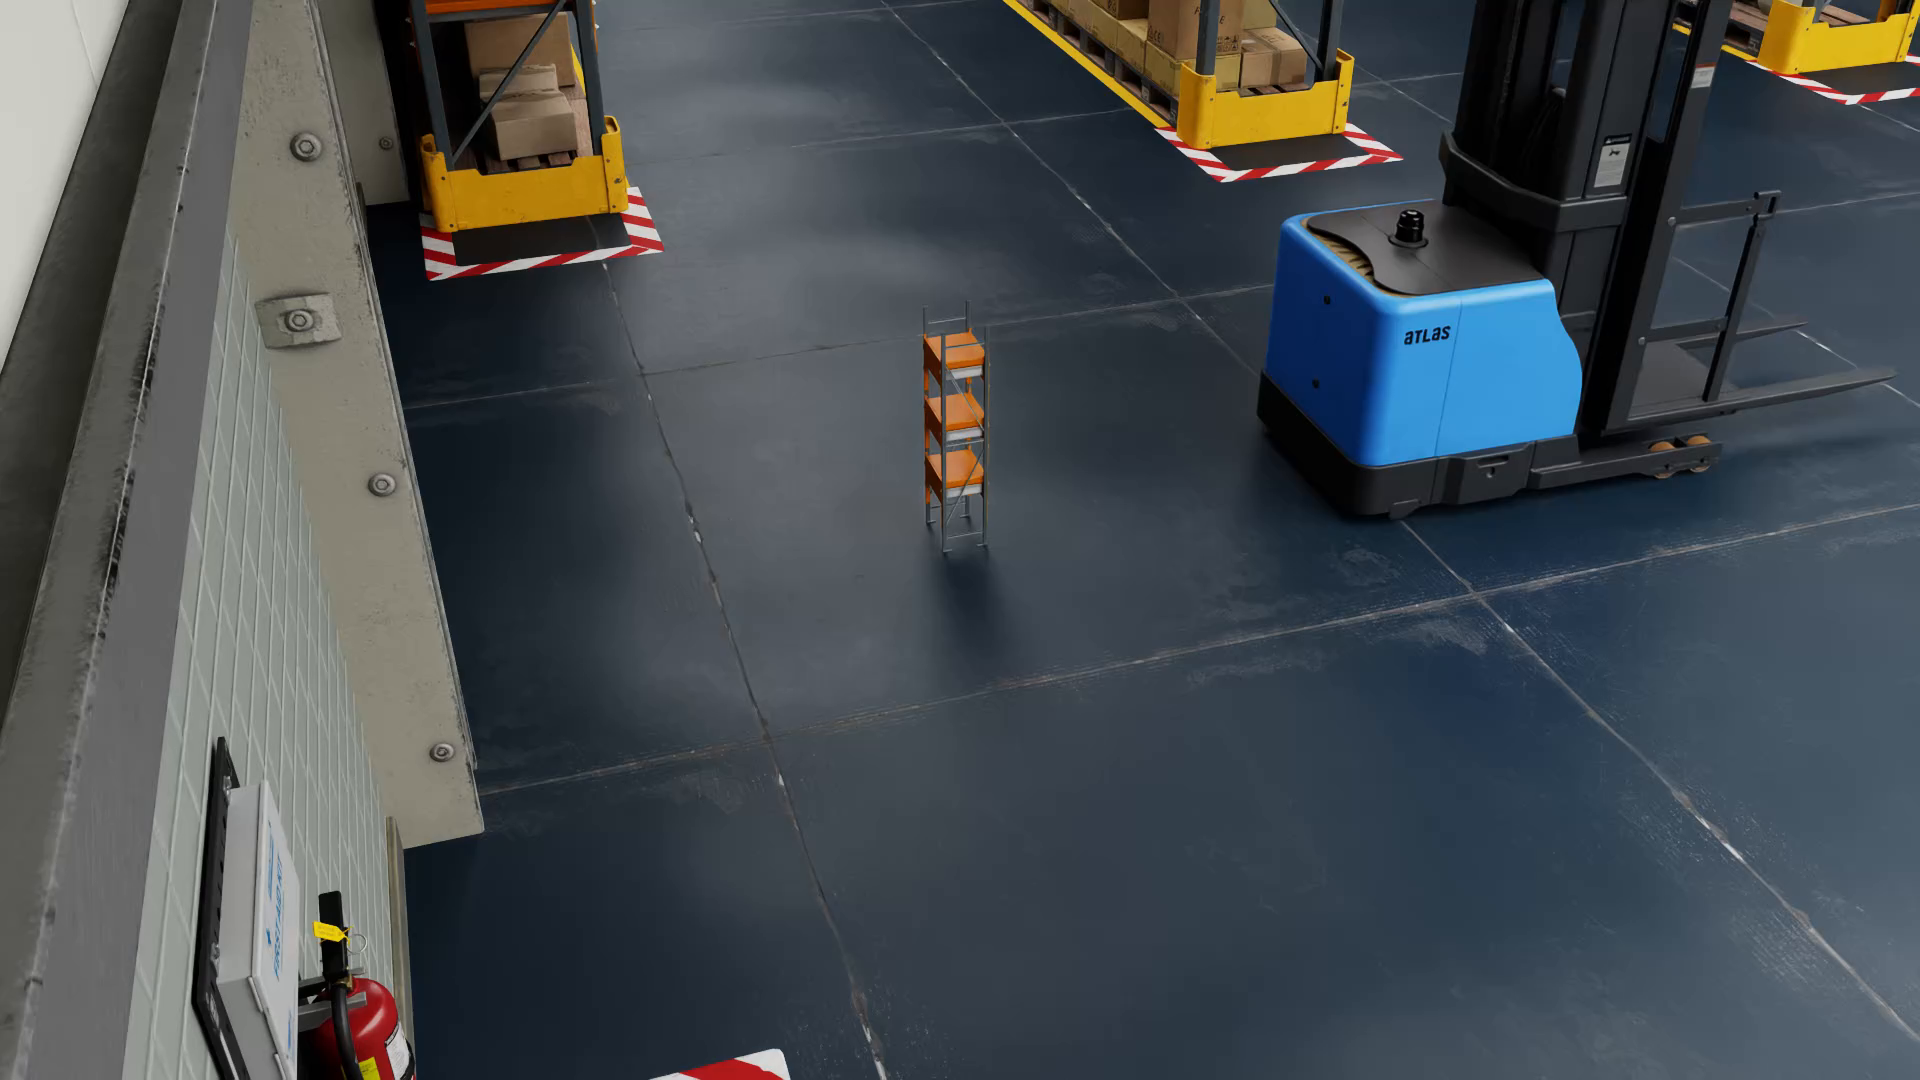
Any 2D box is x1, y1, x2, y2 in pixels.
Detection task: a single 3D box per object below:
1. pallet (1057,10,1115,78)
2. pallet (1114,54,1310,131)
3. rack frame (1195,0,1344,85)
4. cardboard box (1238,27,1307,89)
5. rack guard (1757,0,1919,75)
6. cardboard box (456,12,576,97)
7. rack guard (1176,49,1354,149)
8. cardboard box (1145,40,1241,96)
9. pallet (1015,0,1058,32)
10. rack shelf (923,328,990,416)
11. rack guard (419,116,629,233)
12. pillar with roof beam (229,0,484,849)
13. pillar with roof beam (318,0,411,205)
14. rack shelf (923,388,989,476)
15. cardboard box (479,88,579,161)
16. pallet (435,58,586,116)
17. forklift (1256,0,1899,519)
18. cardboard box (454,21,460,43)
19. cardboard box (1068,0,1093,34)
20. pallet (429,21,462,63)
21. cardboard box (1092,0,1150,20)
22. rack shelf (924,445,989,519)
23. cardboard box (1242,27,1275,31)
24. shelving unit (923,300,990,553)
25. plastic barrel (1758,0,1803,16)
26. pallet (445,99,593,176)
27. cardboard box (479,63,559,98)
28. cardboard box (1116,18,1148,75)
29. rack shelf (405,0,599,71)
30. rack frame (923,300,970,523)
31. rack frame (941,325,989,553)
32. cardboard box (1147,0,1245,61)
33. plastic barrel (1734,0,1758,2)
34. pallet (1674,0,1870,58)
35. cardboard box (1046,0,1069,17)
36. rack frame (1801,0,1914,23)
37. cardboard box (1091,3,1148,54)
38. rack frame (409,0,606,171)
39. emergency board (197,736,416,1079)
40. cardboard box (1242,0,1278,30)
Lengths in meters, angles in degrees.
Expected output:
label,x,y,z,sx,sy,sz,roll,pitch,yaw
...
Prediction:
label,x,y,z,sx,sy,sz,roll,pitch,yaw
pallet,1.437,-3.958,13.048,1.003,0.211,1.213,-10,35,-15
pallet,1.805,-3.318,12.080,1.003,0.211,1.213,-10,35,-15
rack frame,2.078,-4.087,10.714,1.000,3.000,0.127,-10,35,-15
cardboard box,2.126,-3.434,11.839,0.500,0.250,0.500,-10,35,-15
rack guard,6.729,-3.907,12.709,1.175,0.500,0.348,-10,35,-15
cardboard box,-3.114,-3.464,11.640,0.700,0.500,0.500,-12,35,-18
rack guard,2.086,-3.032,11.384,1.175,0.500,0.348,-10,35,-15
cardboard box,1.633,-3.347,11.707,0.500,0.250,0.500,-10,35,-15
pallet,1.061,-4.599,14.019,1.003,0.211,1.213,-10,35,-15
rack shelf,-0.016,-0.694,6.852,0.215,0.259,0.240,-10,35,-15
rack guard,-2.661,-2.249,10.200,1.175,0.500,0.348,-10,35,-15
pillar with roof beam,2.254,-3.551,4.461,9.100,9.000,0.400,-10,35,-15
pillar with roof beam,0.424,-6.701,9.228,9.100,9.000,0.400,-10,35,-15
rack shelf,-0.016,-0.457,7.009,0.215,0.259,0.240,-10,35,-15
cardboard box,-2.764,-2.692,10.643,0.500,0.311,0.500,-14,36,-20
pallet,-3.244,-3.200,11.902,1.003,0.211,1.213,-10,35,-15
forklift,3.010,-1.775,7.278,3.031,2.935,1.130,-10,35,-14
cardboard box,-3.504,-3.955,12.382,0.500,0.500,0.500,-13,35,-18
cardboard box,1.164,-4.132,12.896,0.500,0.250,0.500,-10,35,-15
pallet,-3.620,-3.842,12.873,1.003,0.211,1.213,-10,35,-15
cardboard box,1.312,-4.182,12.291,0.500,0.500,0.500,-10,35,-15
rack shelf,-0.016,-0.225,7.162,0.215,0.259,0.240,-10,35,-15
cardboard box,1.970,-3.696,12.236,0.500,0.250,0.500,-10,35,-15
shelving unit,-0.016,-0.466,7.003,0.215,1.050,0.252,-10,35,-15
plastic barrel,6.523,-4.388,13.045,0.421,0.512,0.421,0,33,0
pallet,-2.876,-2.561,10.934,1.003,0.211,1.213,-10,35,-15
cardboard box,-2.937,-2.992,11.096,0.500,0.311,0.500,-7,34,-11
cardboard box,1.469,-3.607,12.102,0.500,0.250,0.500,-10,35,-15
rack shelf,-3.248,-4.002,11.238,1.077,0.370,4.000,-10,35,-15
rack frame,-0.054,-0.530,7.100,0.200,1.050,0.008,-10,35,-15
rack frame,0.021,-0.402,6.906,0.200,1.050,0.008,-10,35,-15
cardboard box,1.631,-3.659,11.500,0.500,0.500,0.500,-10,35,-15
plastic barrel,6.370,-4.651,13.444,0.421,0.512,0.421,0,33,0
pallet,6.486,-4.214,13.436,1.003,0.211,1.213,-10,35,-15
cardboard box,1.006,-4.394,13.292,0.500,0.250,0.500,-10,35,-15
rack frame,6.797,-4.918,11.972,1.000,3.000,0.127,-10,35,-15
cardboard box,1.315,-3.870,12.498,0.500,0.250,0.500,-10,35,-15
rack frame,-2.638,-3.252,9.451,1.000,3.000,0.127,-10,35,-15
emergency board,-1.128,0.980,3.046,0.194,1.169,0.643,-10,35,-15
cardboard box,1.972,-4.009,12.029,0.500,0.500,0.500,-10,35,-15
